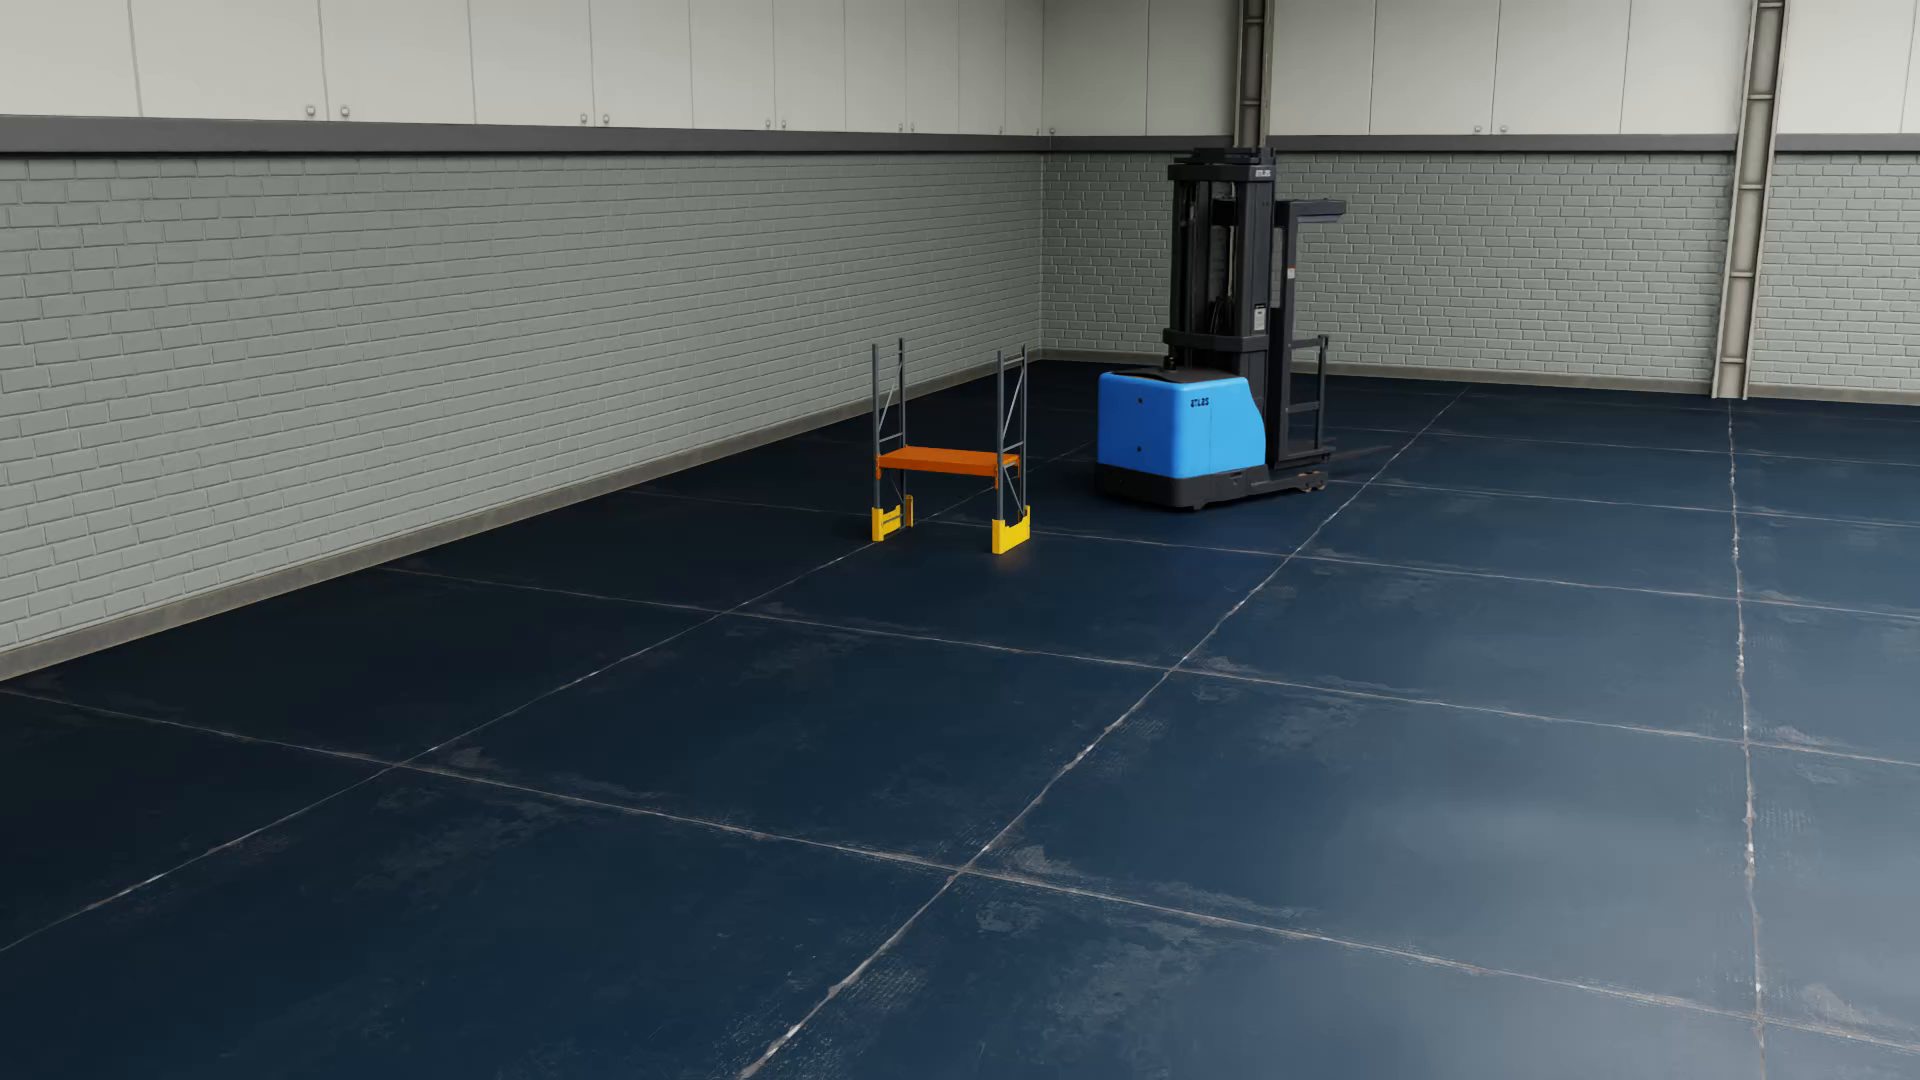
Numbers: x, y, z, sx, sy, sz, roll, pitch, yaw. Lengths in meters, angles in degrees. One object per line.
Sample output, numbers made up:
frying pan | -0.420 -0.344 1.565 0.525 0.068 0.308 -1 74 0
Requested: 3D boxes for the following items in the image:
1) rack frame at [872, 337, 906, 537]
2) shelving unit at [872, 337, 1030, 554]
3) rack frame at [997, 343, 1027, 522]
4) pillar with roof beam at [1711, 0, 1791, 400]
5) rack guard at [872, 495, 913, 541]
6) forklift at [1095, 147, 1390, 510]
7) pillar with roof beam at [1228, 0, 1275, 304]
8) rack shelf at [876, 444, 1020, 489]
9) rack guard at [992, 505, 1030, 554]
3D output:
rack frame | -0.543 -0.785 12.818 0.032 1.500 0.500 6 14 23
shelving unit | -0.070 -0.737 12.614 1.083 1.500 0.587 6 14 23
rack frame | 0.387 -0.691 12.417 0.032 1.500 0.500 6 14 23
pillar with roof beam | 7.563 -5.211 15.265 0.400 9.000 9.100 6 14 23
rack guard | -0.525 -0.175 12.953 0.087 0.250 0.587 6 14 23
forklift | 2.622 -1.924 14.536 3.031 2.935 1.130 -10 17 -38
pillar with roof beam | 2.077 -5.767 17.631 0.400 9.000 9.100 6 14 23
rack shelf | -0.078 -0.563 12.658 1.000 0.185 0.538 6 14 23
rack guard | 0.386 -0.083 12.560 0.087 0.250 0.587 6 14 23
